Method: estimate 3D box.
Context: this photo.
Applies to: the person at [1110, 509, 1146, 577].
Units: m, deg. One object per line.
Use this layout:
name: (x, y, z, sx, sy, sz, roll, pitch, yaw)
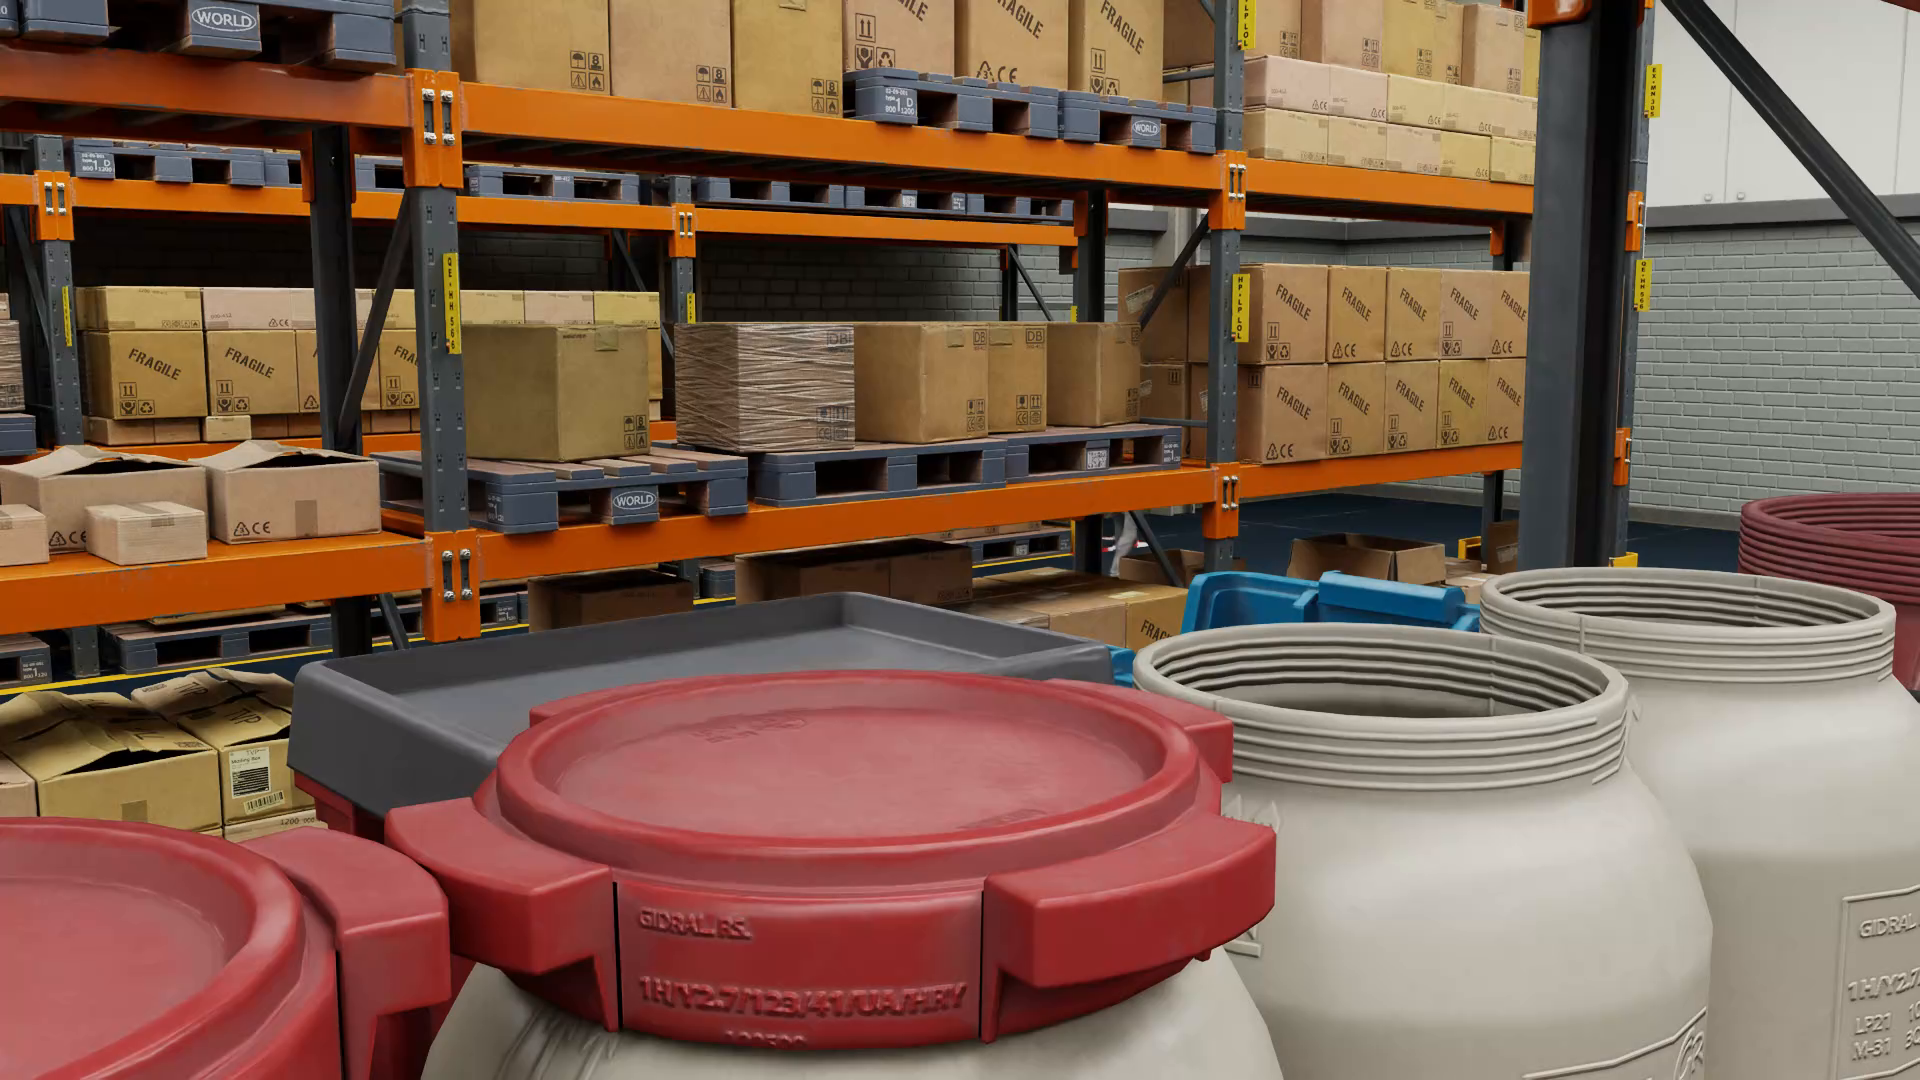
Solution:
person: (1.240, -0.389, 12.187, 0.410, 1.539, 0.939, 3, 8, 23)
